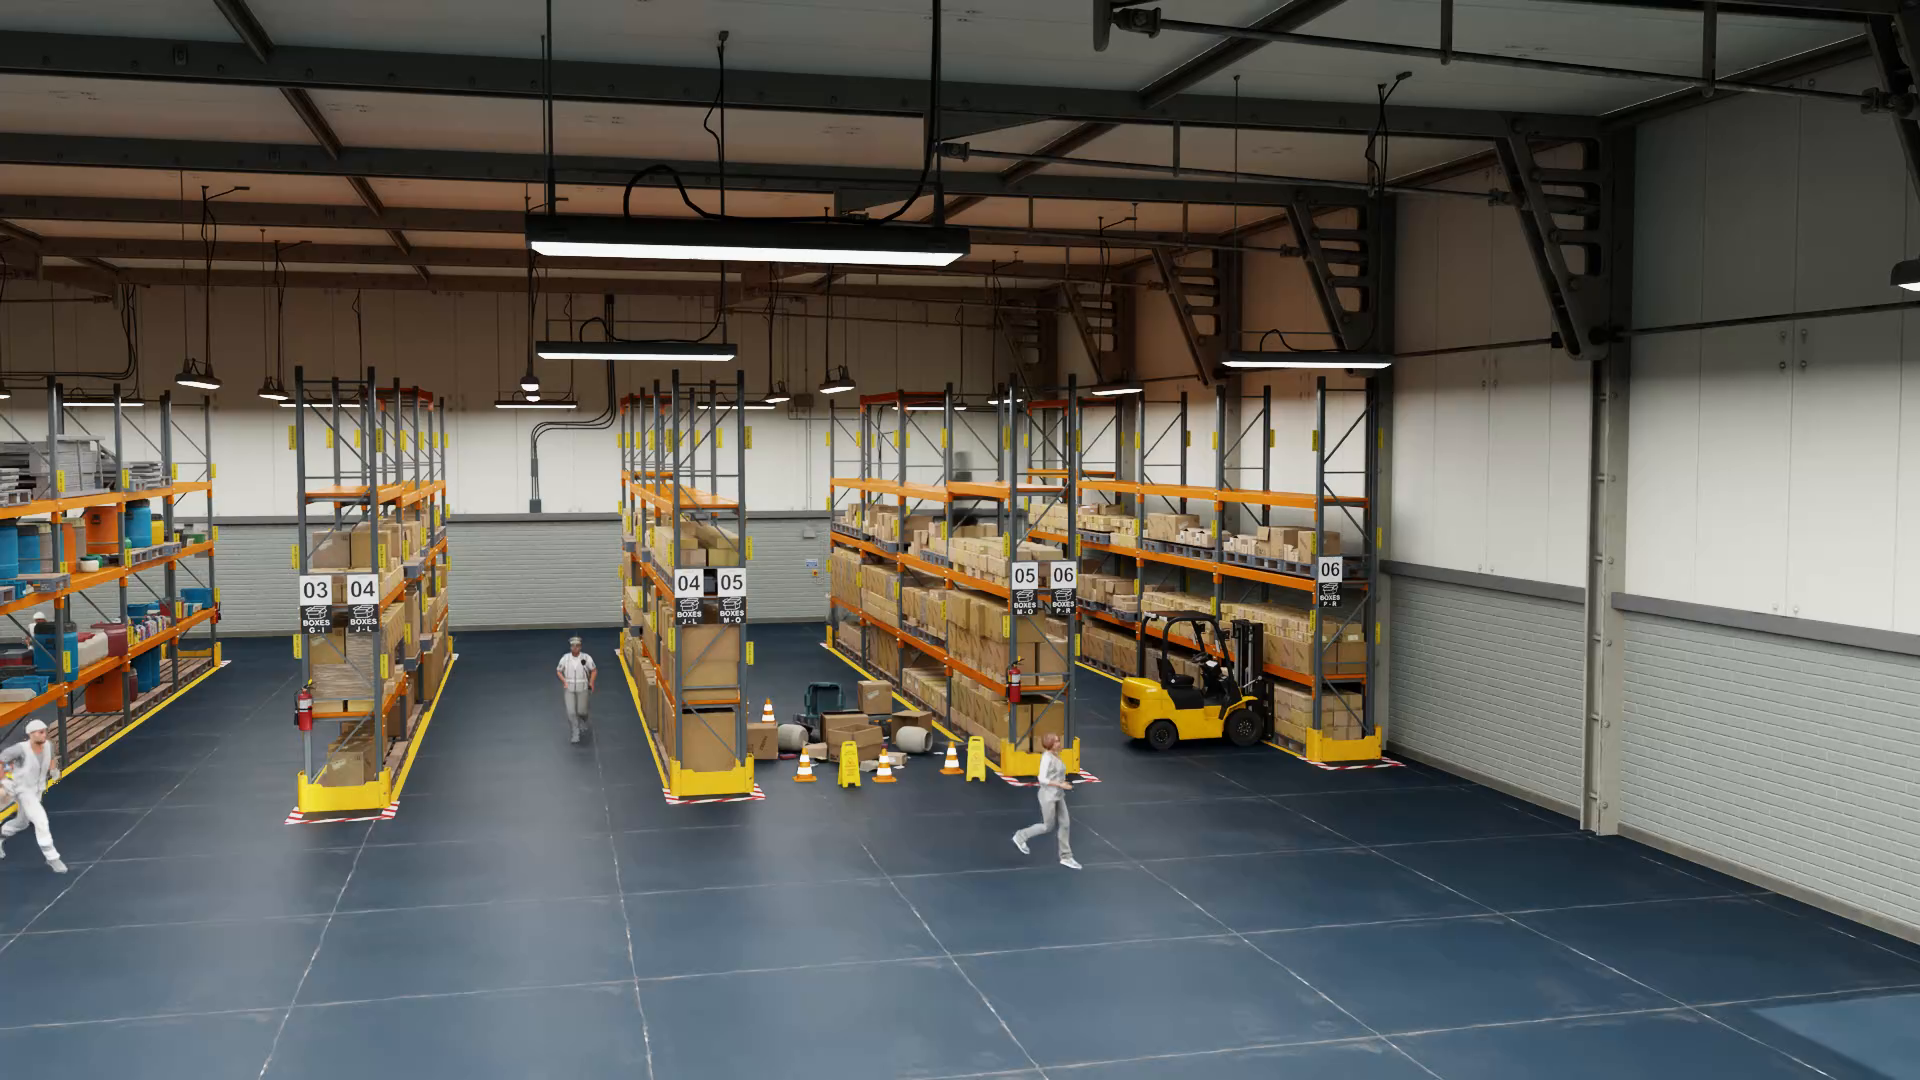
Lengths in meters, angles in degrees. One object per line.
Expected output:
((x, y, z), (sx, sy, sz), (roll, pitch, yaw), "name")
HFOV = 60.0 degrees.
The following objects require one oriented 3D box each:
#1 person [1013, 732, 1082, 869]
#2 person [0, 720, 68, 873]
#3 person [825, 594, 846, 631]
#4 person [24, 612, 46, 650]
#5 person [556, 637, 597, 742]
((1.036, 3.056, 19.542), (0.848, 1.575, 0.538), (2, 4, 24), "person")
((-10.902, 2.966, 19.391), (1.134, 1.779, 0.661), (1, 3, 13), "person")
((-3.078, 1.664, 41.872), (0.694, 1.728, 0.584), (-1, 4, -23), "person")
((-17.742, 2.230, 32.247), (0.654, 1.727, 0.883), (-1, 3, -9), "person")
((-6.420, 2.485, 27.833), (0.665, 1.741, 0.603), (0, 3, -8), "person")
